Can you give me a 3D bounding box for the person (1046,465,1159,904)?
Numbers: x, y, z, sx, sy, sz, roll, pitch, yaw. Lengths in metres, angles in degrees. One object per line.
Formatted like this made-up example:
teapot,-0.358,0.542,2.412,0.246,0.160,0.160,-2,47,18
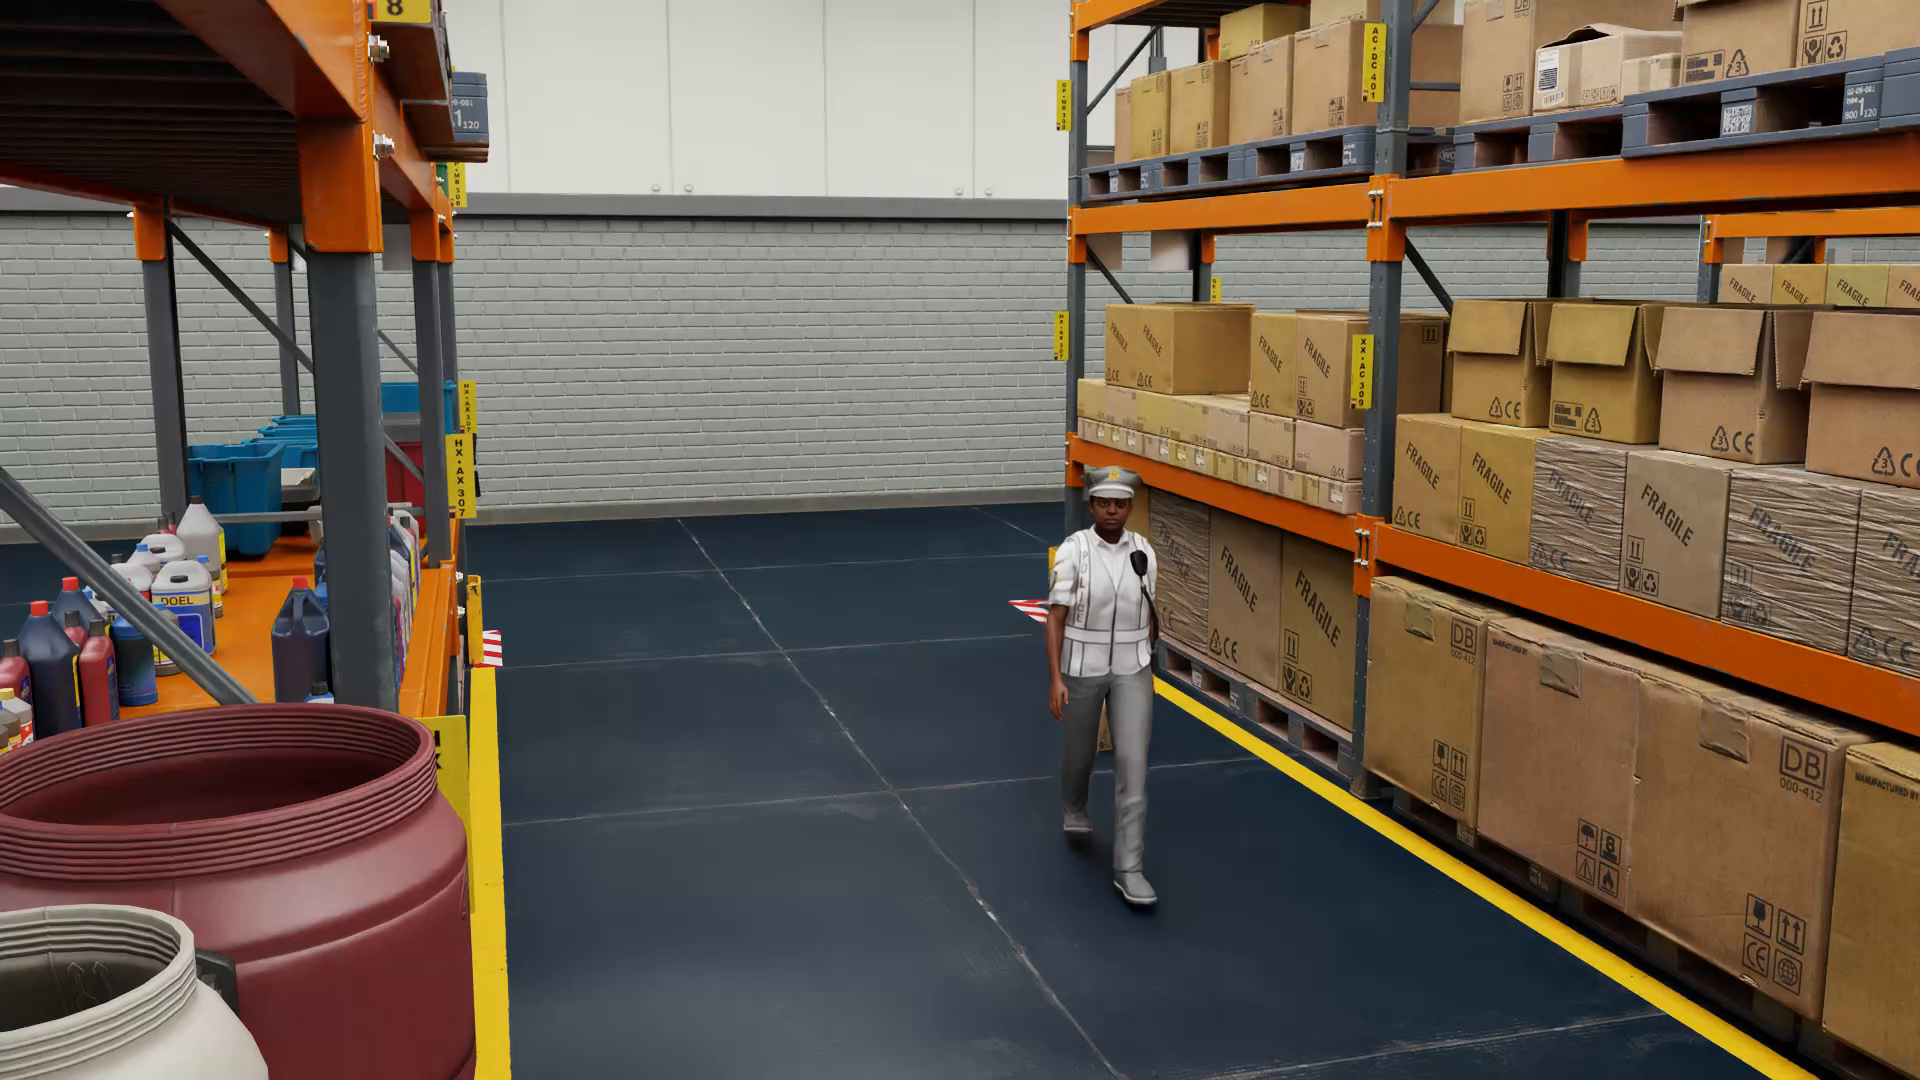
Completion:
person,0.567,0.518,6.627,0.465,1.639,0.978,-1,9,-4
